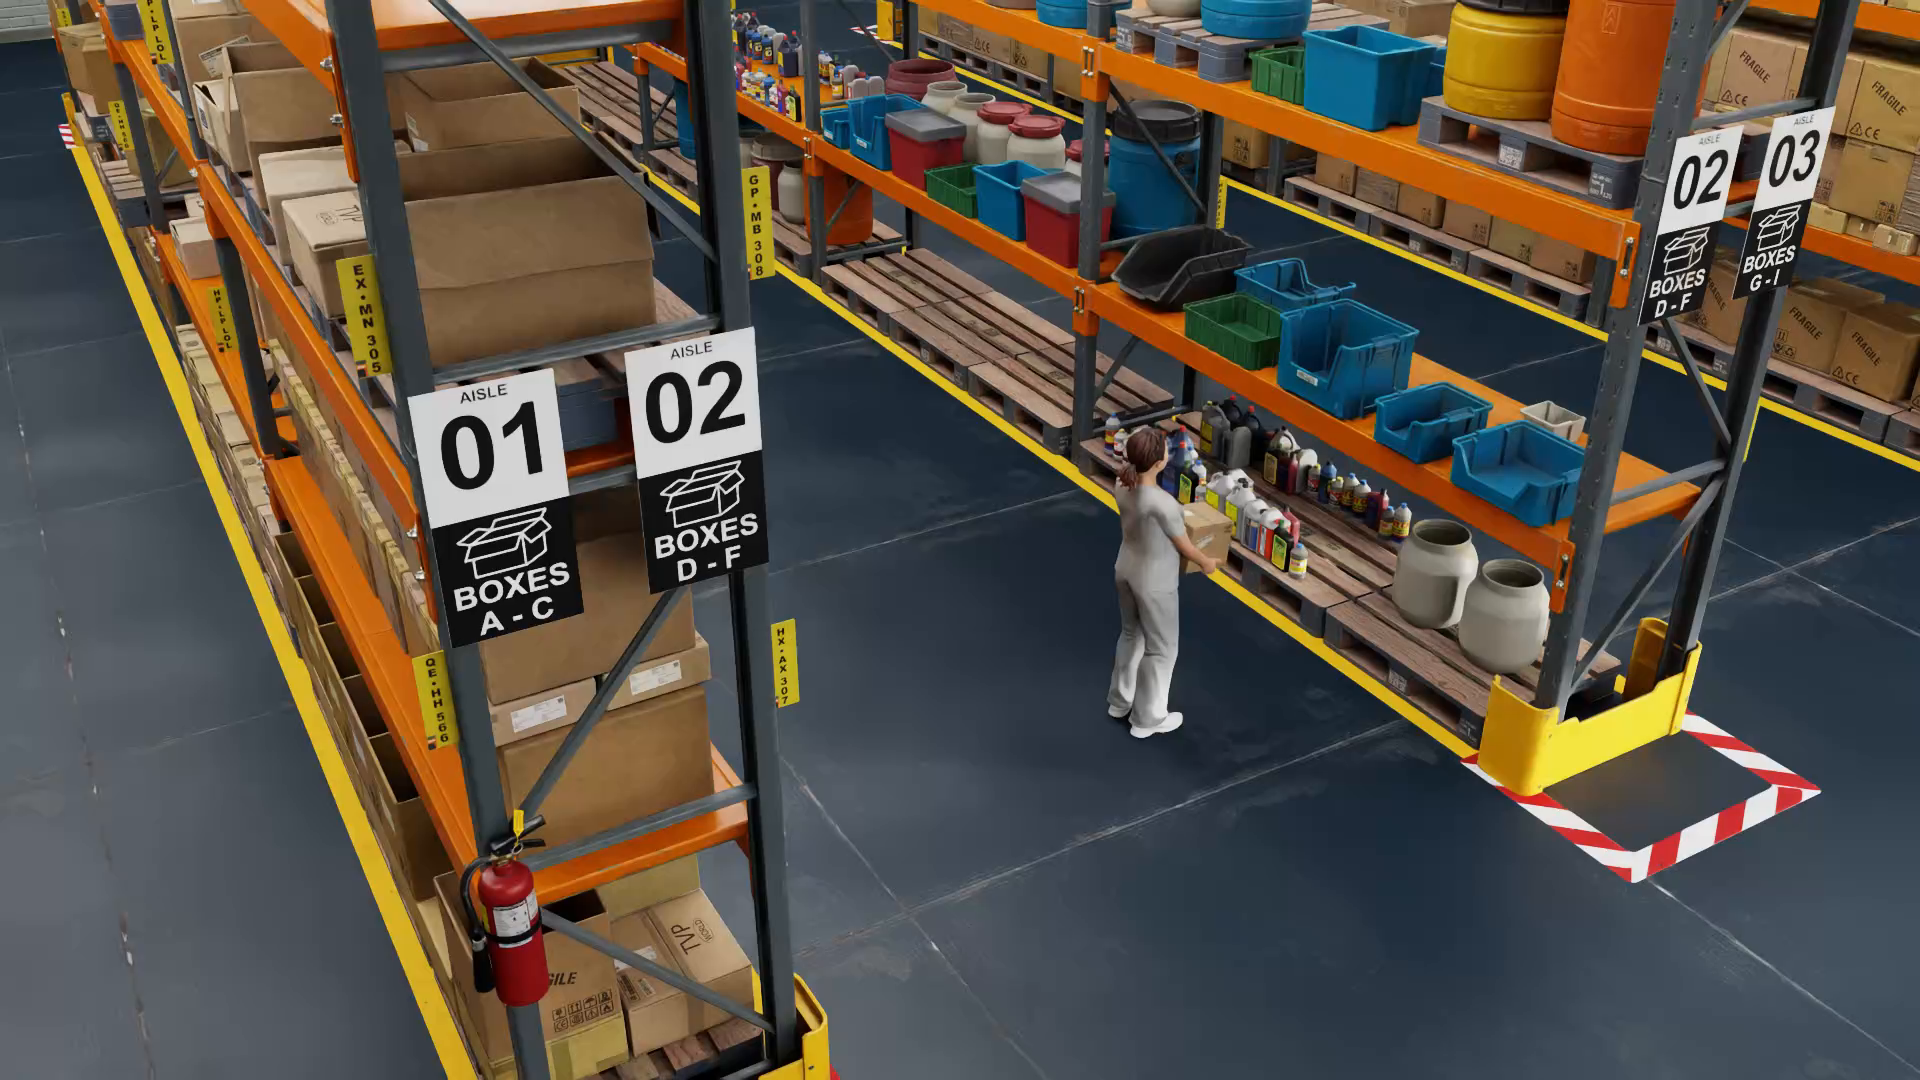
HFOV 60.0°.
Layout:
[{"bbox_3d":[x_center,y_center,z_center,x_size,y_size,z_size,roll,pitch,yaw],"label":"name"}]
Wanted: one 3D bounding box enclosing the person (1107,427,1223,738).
[{"bbox_3d":[0.991,0.185,8.238,0.549,1.667,0.434,-16,33,-26],"label":"person"}]
